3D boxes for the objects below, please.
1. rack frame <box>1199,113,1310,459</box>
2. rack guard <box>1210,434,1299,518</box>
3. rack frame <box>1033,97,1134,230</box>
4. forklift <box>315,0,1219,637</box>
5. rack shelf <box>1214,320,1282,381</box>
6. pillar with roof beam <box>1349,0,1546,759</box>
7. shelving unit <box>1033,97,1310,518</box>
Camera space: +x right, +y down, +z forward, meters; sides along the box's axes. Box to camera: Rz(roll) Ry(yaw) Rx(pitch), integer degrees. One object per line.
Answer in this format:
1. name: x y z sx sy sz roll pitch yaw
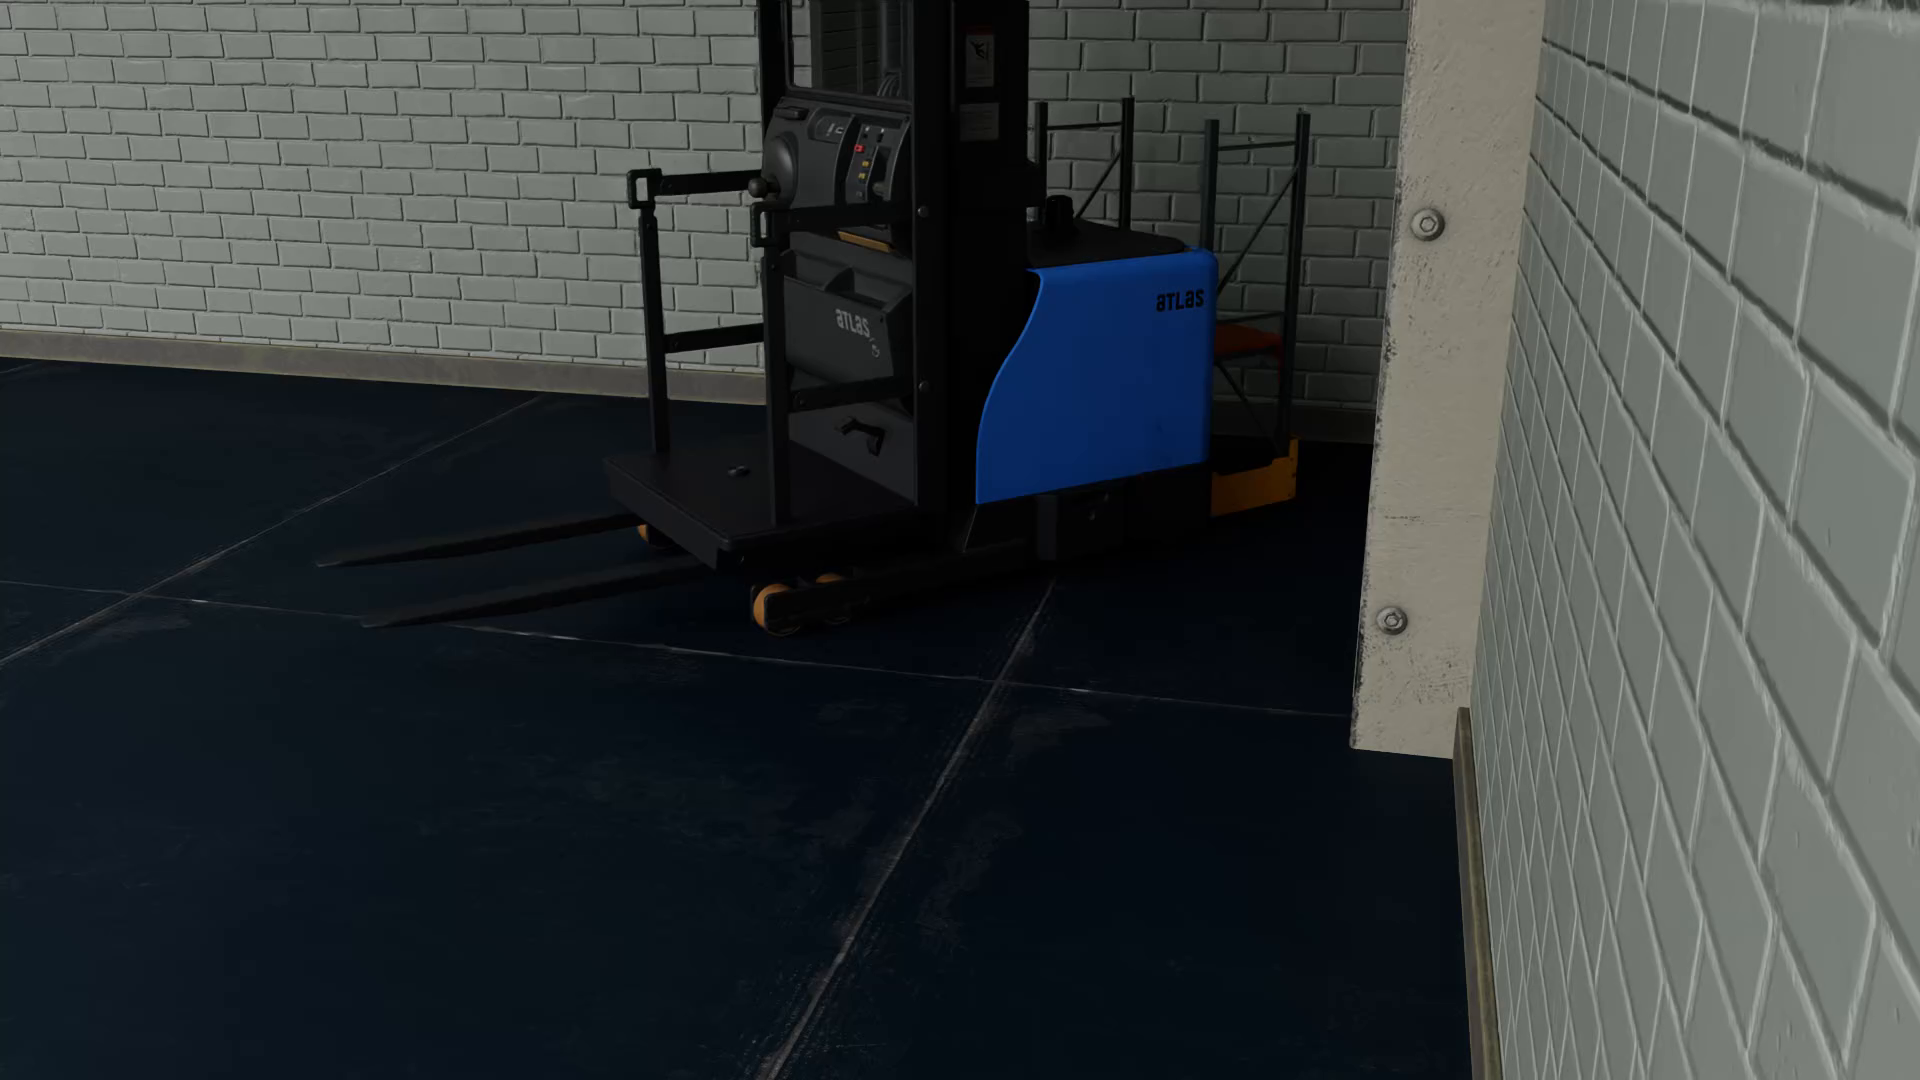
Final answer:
1. rack frame: 1.091 -0.837 6.317 0.500 1.500 0.032 -12 22 -32
2. rack guard: 1.091 -0.246 6.520 0.587 0.250 0.087 -12 22 -32
3. rack frame: 0.519 -1.108 7.112 0.500 1.500 0.032 -12 22 -32
4. forklift: -0.594 -1.274 5.384 3.031 2.935 1.130 -11 22 -30
5. rack shelf: 0.805 -0.802 6.772 0.538 0.185 1.000 -12 22 -32
6. pillar with roof beam: -2.916 -4.082 4.217 9.100 9.000 0.400 5 19 13
7. shelving unit: 0.810 -0.970 6.707 0.587 1.500 1.083 -12 22 -32
